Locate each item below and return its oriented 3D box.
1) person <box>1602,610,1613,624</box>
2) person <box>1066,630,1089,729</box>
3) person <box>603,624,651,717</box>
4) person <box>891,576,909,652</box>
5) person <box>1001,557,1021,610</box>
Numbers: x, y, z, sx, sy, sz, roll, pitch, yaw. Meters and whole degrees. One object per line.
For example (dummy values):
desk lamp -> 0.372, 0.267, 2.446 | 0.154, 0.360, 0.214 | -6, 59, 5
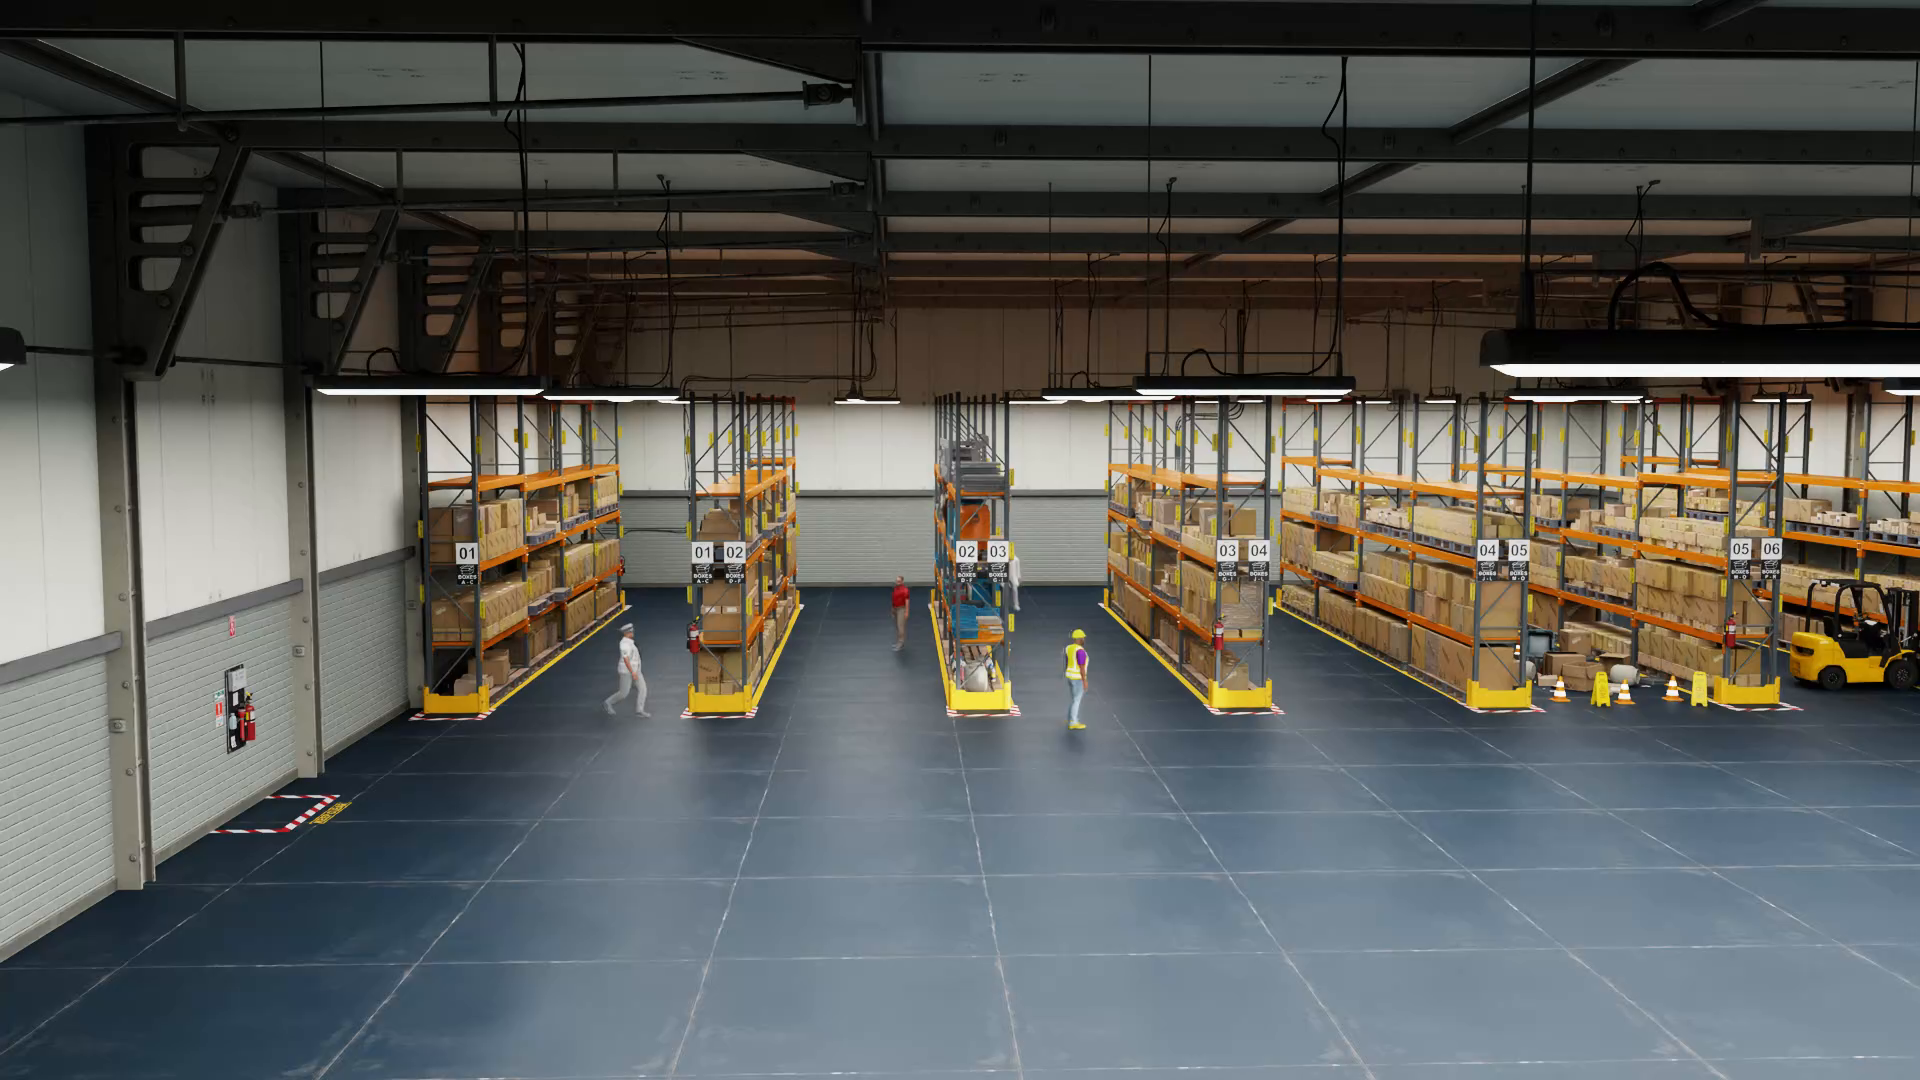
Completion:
person -> 16.814, 1.378, 43.350 | 0.459, 1.772, 0.595 | 1, 5, 17
person -> 2.118, 2.491, 29.606 | 0.449, 1.793, 0.673 | -2, 5, -20
person -> -6.131, 2.394, 30.611 | 0.894, 1.720, 0.511 | 2, 5, 26
person -> -1.483, 1.715, 39.146 | 0.530, 1.745, 0.586 | -3, 5, -33
person -> 1.429, 1.084, 46.802 | 0.650, 1.724, 1.102 | -1, 5, -7
